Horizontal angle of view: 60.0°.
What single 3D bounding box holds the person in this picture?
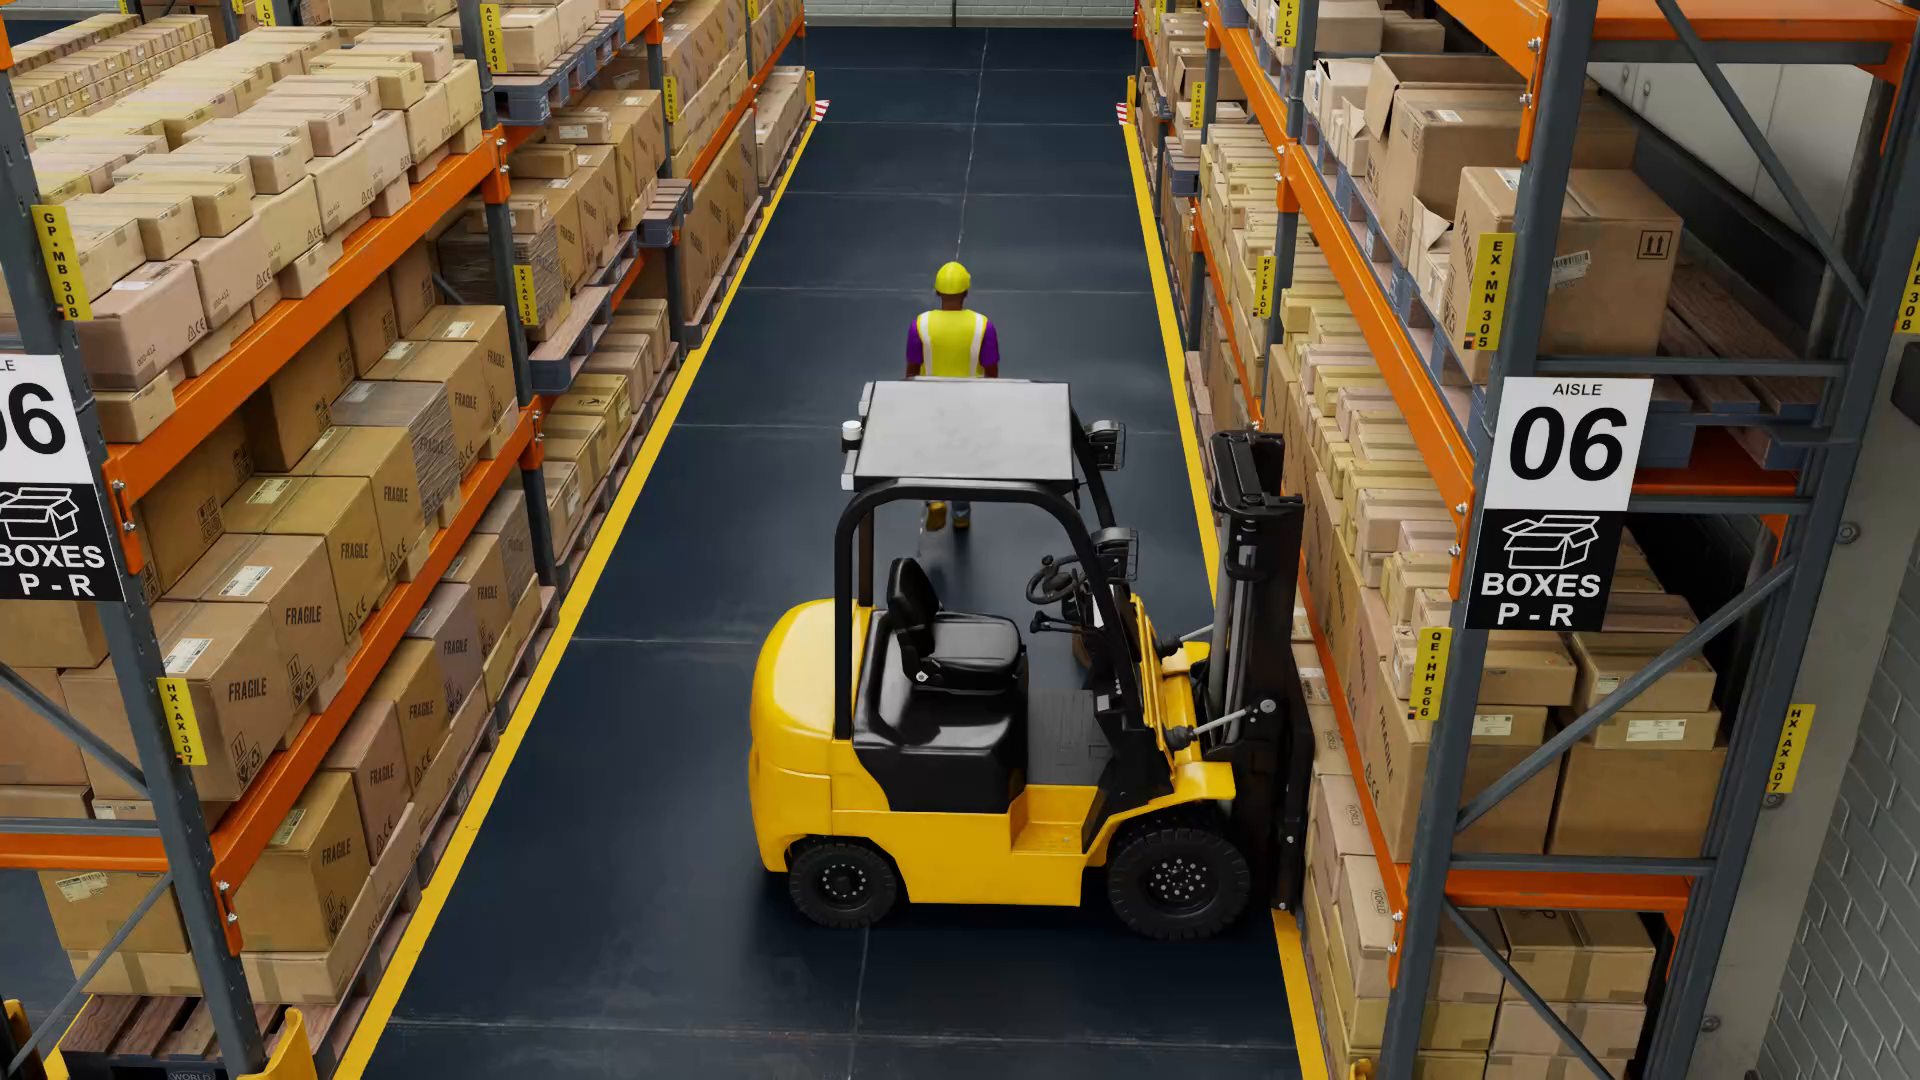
[{"bbox_3d":[-0.056,-0.849,10.160,0.578,1.752,0.611,-1,28,-2],"label":"person"}]
